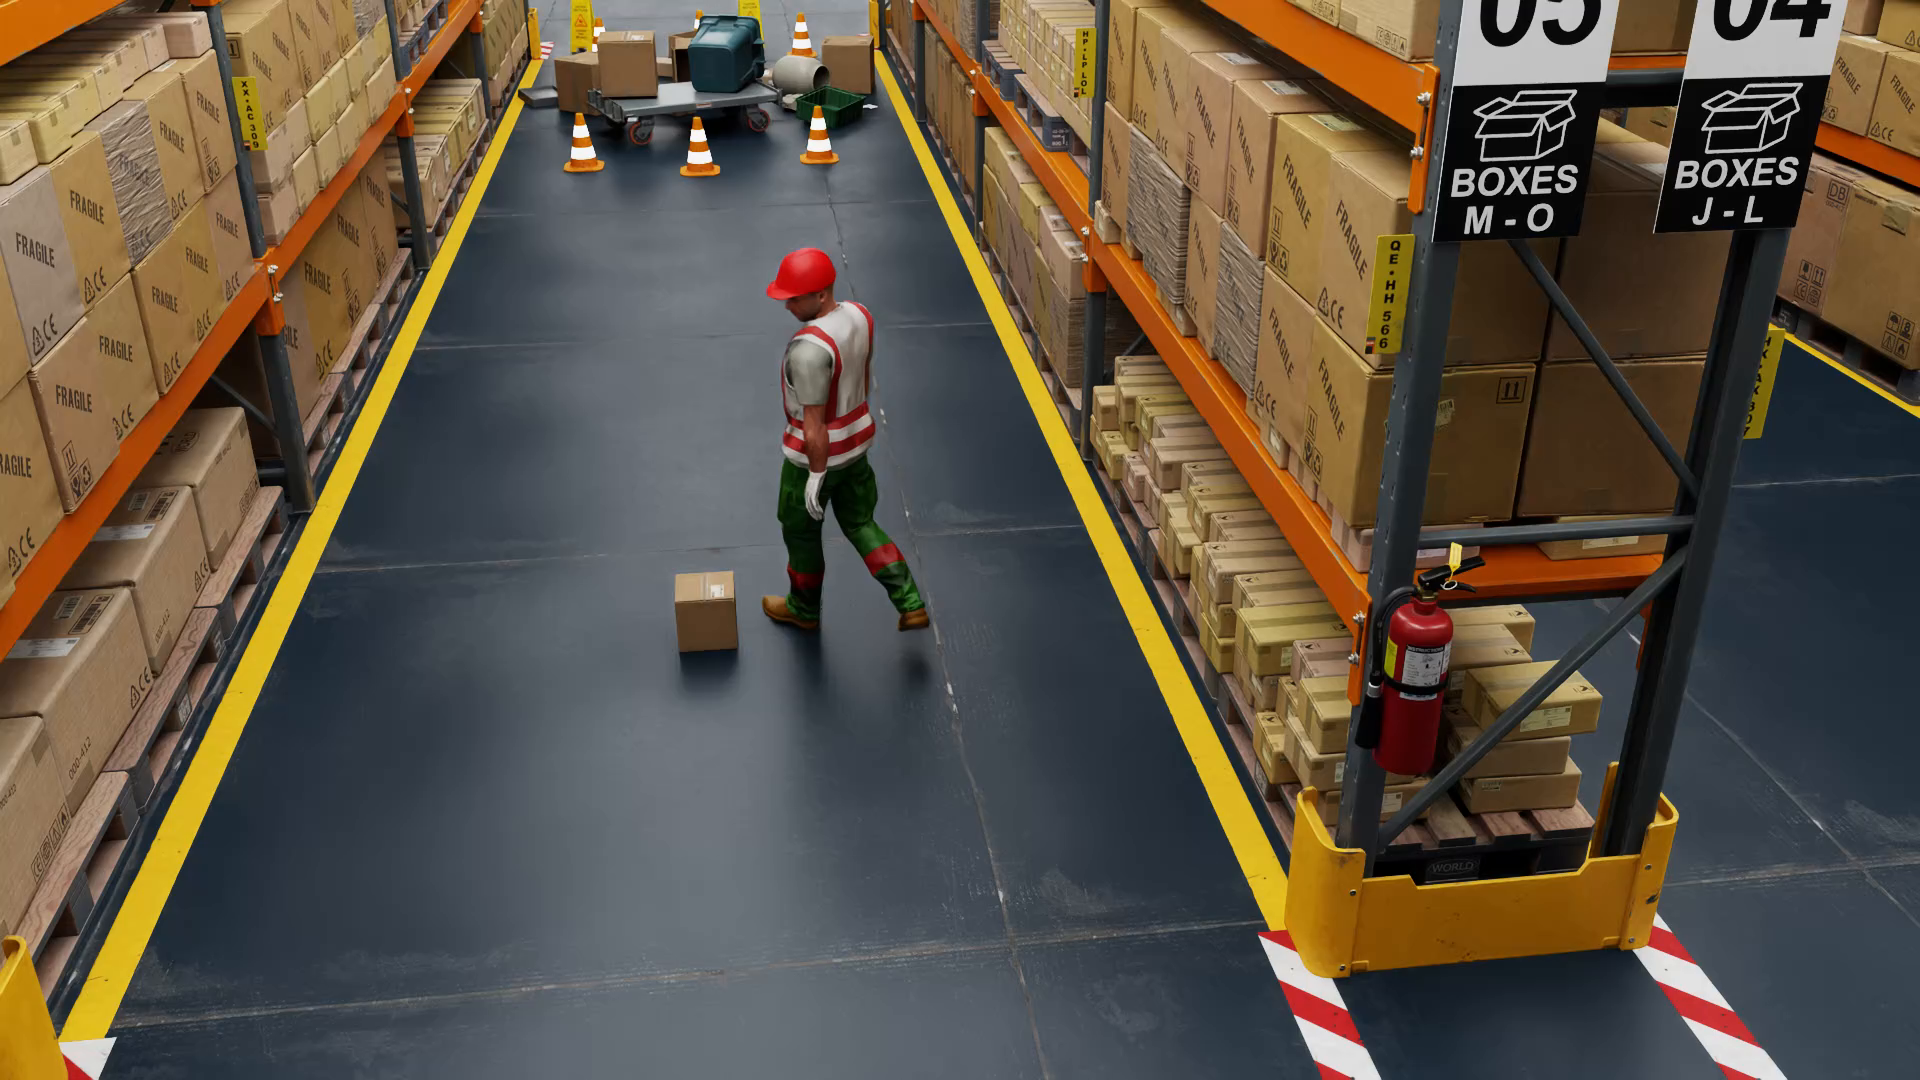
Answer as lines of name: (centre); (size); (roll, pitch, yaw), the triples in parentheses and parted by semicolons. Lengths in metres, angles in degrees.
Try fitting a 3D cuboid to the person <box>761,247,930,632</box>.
person: (-0.502, -0.367, 6.820); (0.880, 1.763, 0.602); (17, 32, 30)
